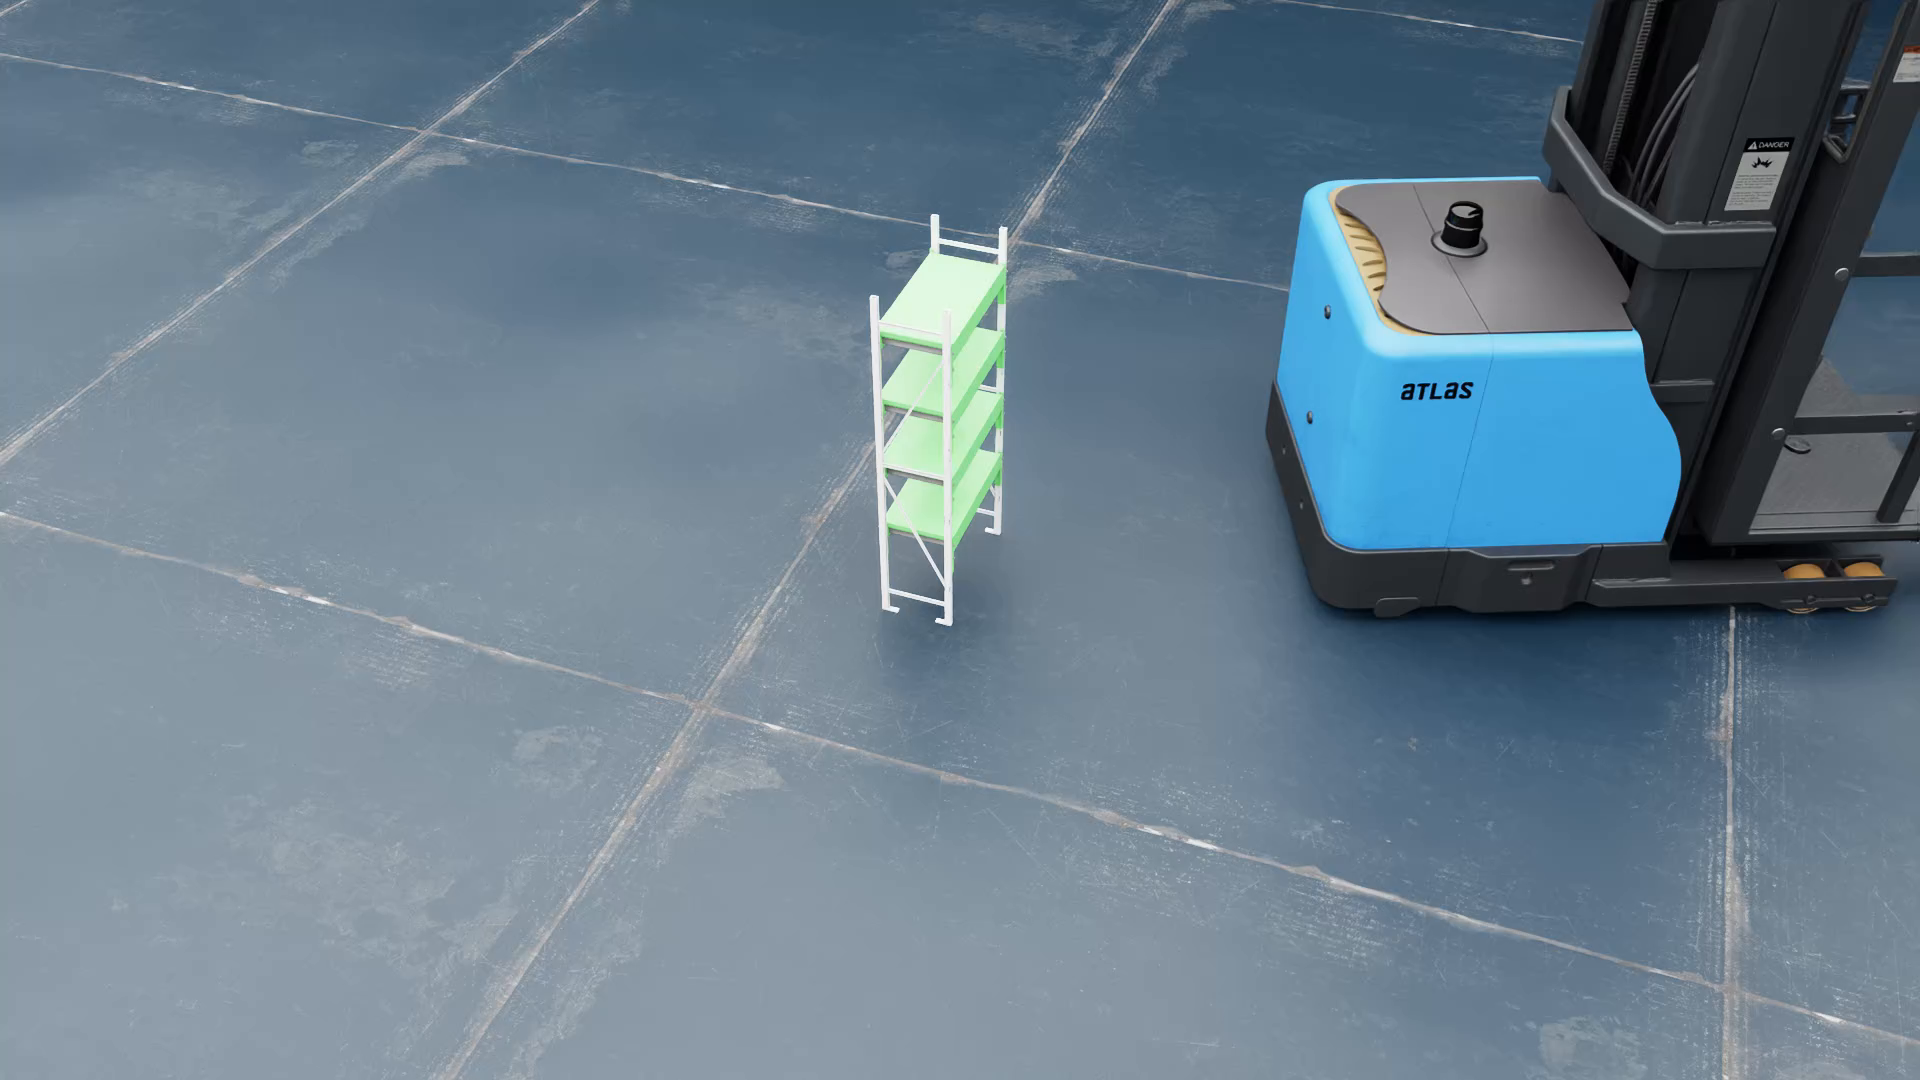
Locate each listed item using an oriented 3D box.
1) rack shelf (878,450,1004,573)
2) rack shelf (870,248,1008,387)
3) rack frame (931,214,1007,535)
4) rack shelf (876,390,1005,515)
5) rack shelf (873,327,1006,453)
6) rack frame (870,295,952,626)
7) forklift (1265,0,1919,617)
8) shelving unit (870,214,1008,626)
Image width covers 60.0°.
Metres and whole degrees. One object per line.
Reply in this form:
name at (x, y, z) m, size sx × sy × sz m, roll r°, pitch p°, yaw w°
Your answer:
rack shelf at (-0.057, -0.124, 5.439) m, size 0.258 × 0.148 × 0.480 m, roll 13°, pitch 42°, yaw 15°
rack shelf at (-0.057, -0.672, 4.972) m, size 0.258 × 0.148 × 0.480 m, roll 13°, pitch 42°, yaw 15°
rack frame at (0.027, -0.504, 5.417) m, size 0.240 × 1.200 × 0.015 m, roll 13°, pitch 42°, yaw 15°
rack shelf at (-0.057, -0.307, 5.284) m, size 0.258 × 0.148 × 0.480 m, roll 13°, pitch 42°, yaw 15°
rack shelf at (-0.057, -0.489, 5.128) m, size 0.258 × 0.148 × 0.480 m, roll 13°, pitch 42°, yaw 15°
rack frame at (-0.140, -0.207, 5.068) m, size 0.240 × 1.200 × 0.015 m, roll 13°, pitch 42°, yaw 15°
forklift at (2.651, -1.218, 4.919) m, size 3.031 × 2.935 × 1.130 m, roll -2°, pitch 40°, yaw -2°
shelving unit at (-0.057, -0.355, 5.242) m, size 0.258 × 1.200 × 0.503 m, roll 13°, pitch 42°, yaw 15°
